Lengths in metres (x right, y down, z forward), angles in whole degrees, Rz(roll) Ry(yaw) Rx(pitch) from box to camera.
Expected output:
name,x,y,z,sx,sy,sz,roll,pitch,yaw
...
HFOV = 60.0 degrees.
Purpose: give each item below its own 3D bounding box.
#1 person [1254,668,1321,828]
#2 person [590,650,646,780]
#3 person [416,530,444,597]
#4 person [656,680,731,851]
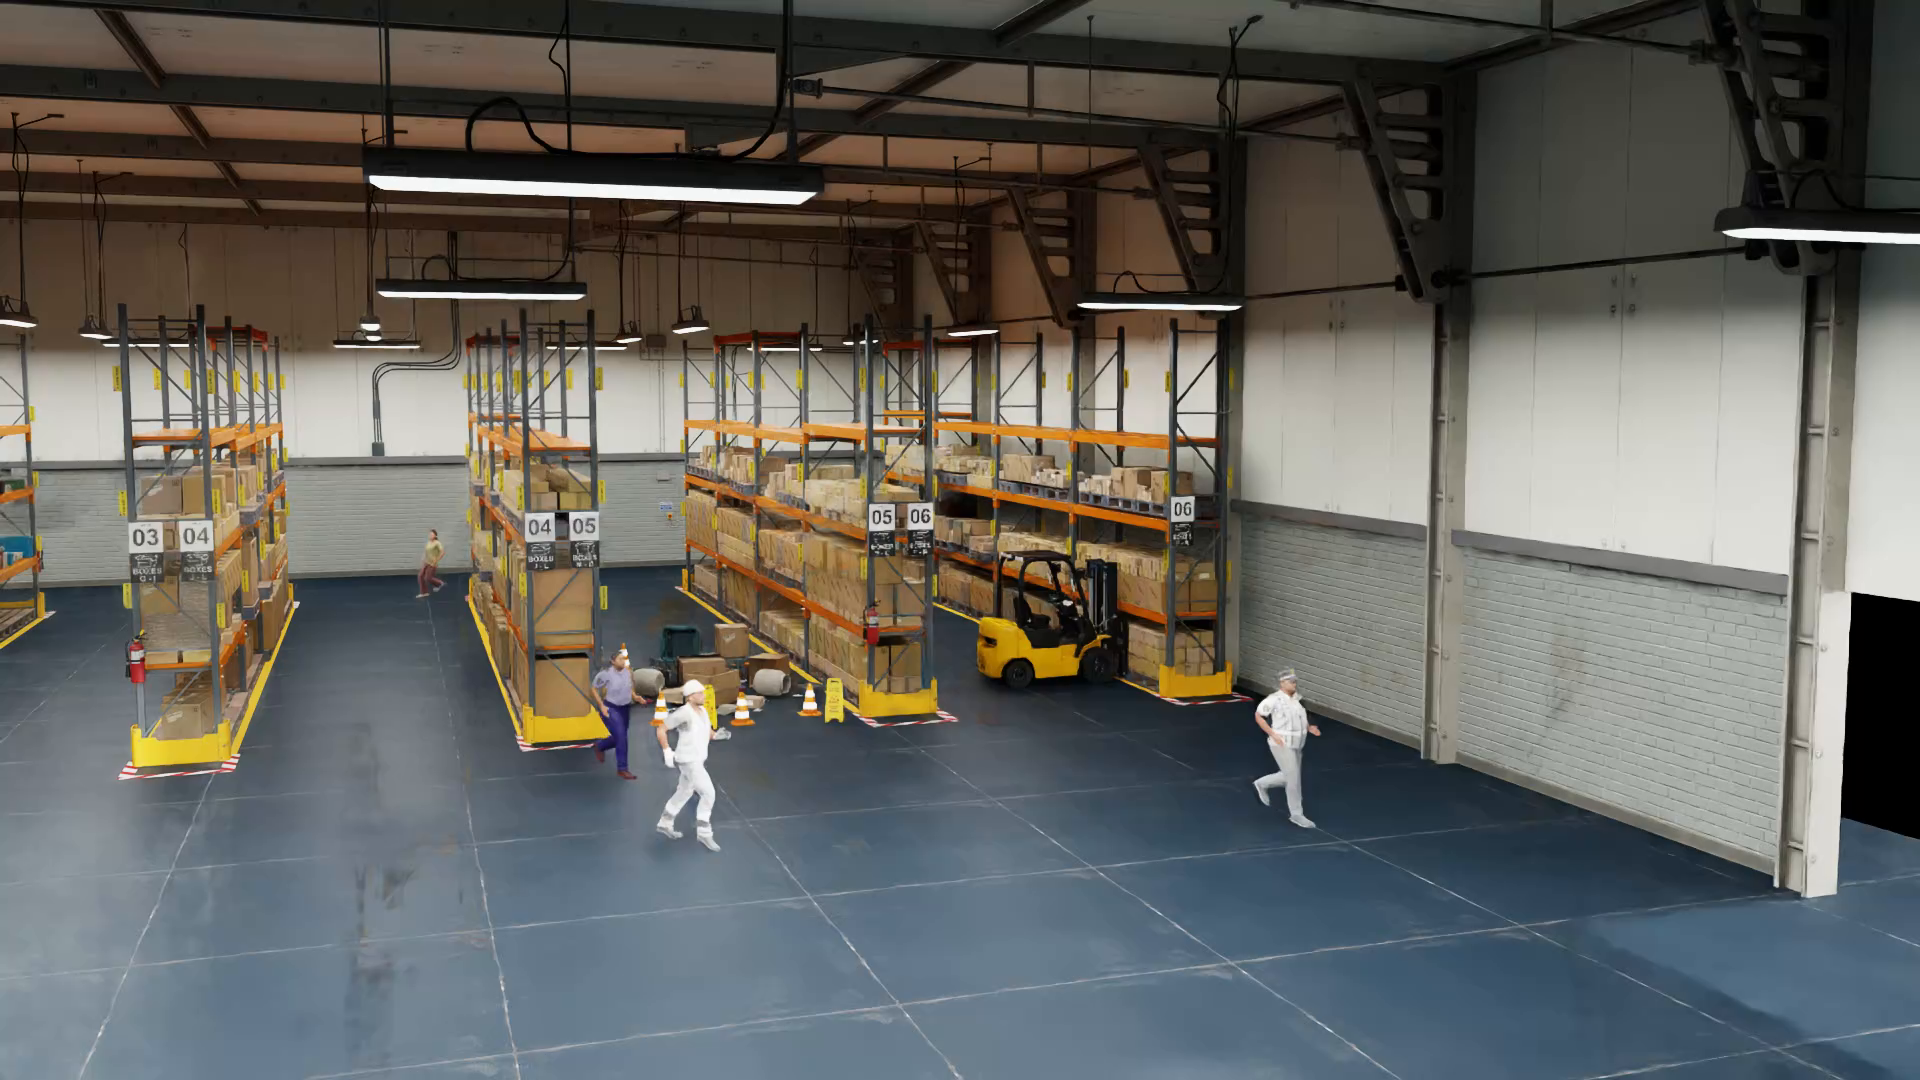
name,x,y,z,sx,sy,sz,roll,pitch,yaw
person,3.710,2.338,18.990,0.663,1.785,0.879,-5,8,-44
person,-4.430,2.198,21.193,0.823,1.625,0.588,4,6,33
person,-12.277,0.549,38.847,0.671,1.612,0.626,4,7,33
person,-2.886,2.414,17.868,0.877,1.843,0.643,1,6,12
